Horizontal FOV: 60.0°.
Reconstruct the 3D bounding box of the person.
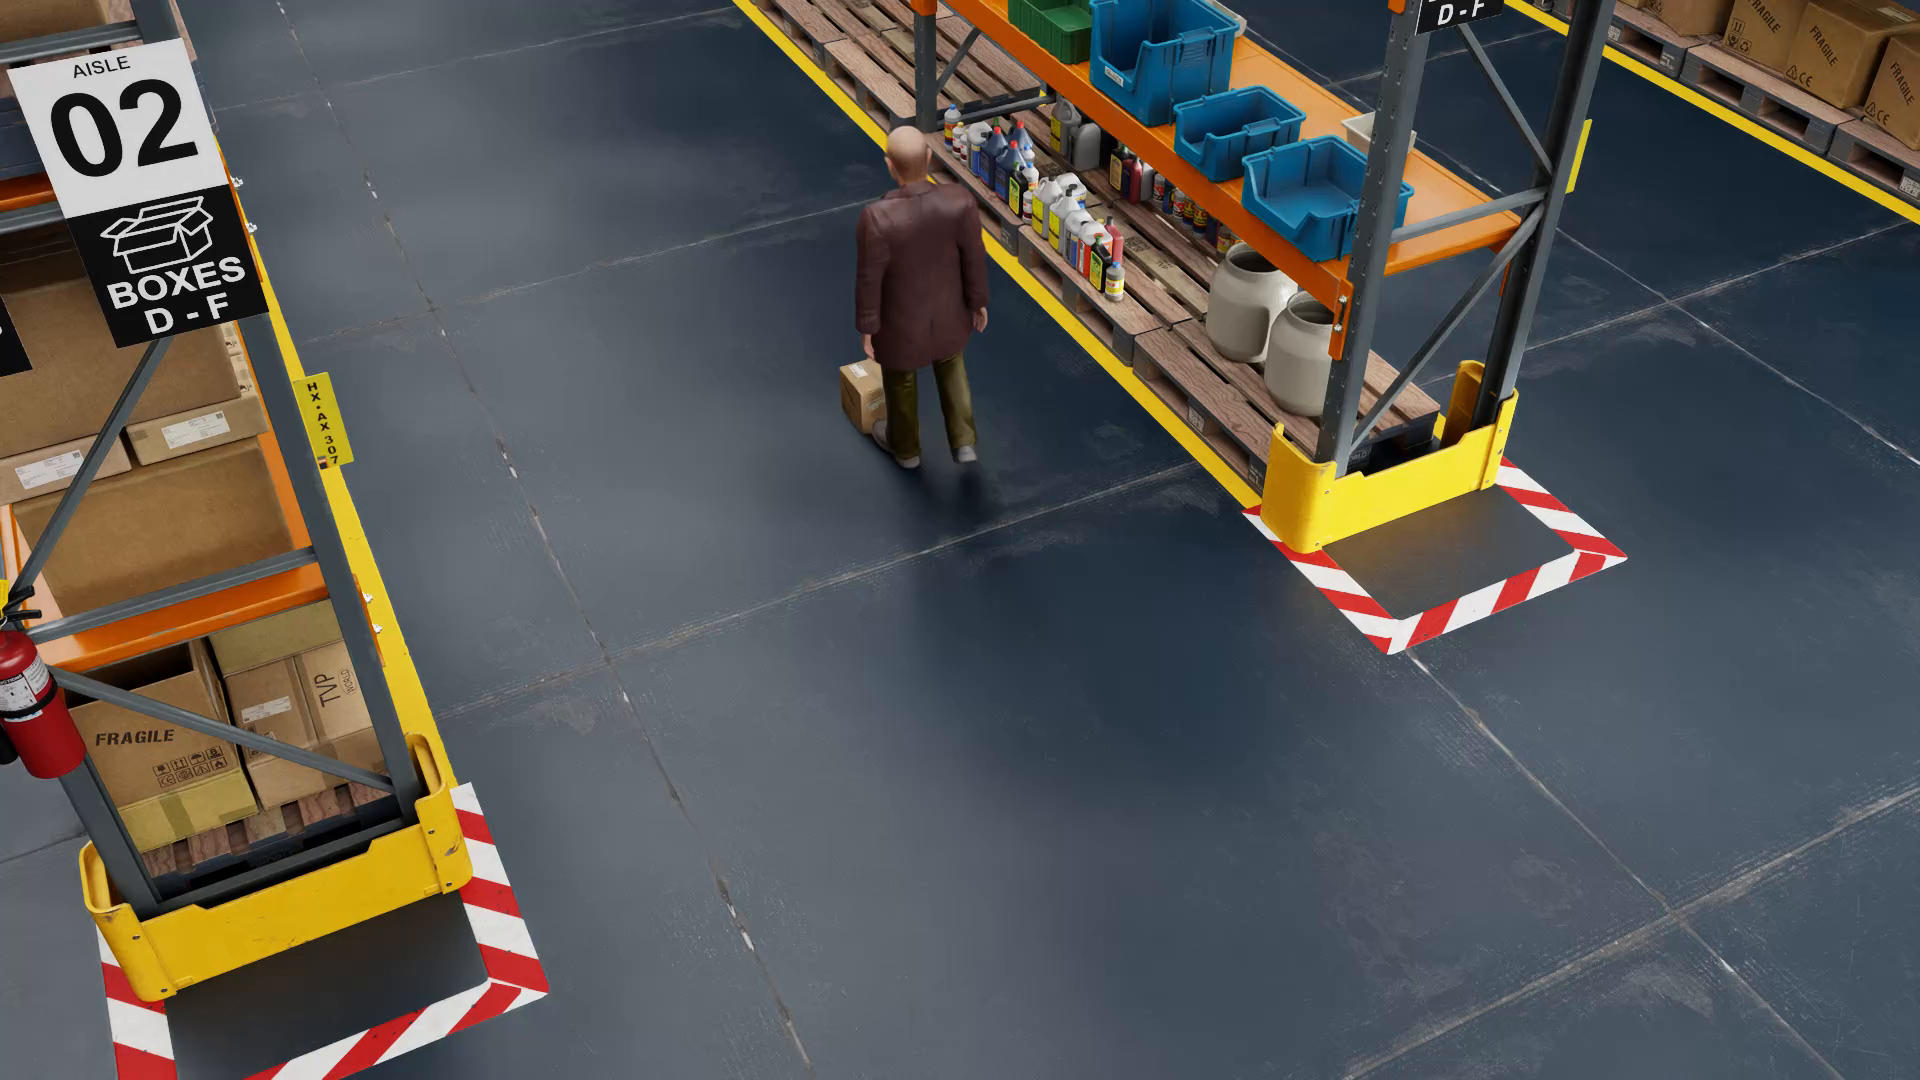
[{"bbox_3d":[-0.194,-1.029,7.339,0.613,1.766,0.686,-14,43,-16],"label":"person"}]
